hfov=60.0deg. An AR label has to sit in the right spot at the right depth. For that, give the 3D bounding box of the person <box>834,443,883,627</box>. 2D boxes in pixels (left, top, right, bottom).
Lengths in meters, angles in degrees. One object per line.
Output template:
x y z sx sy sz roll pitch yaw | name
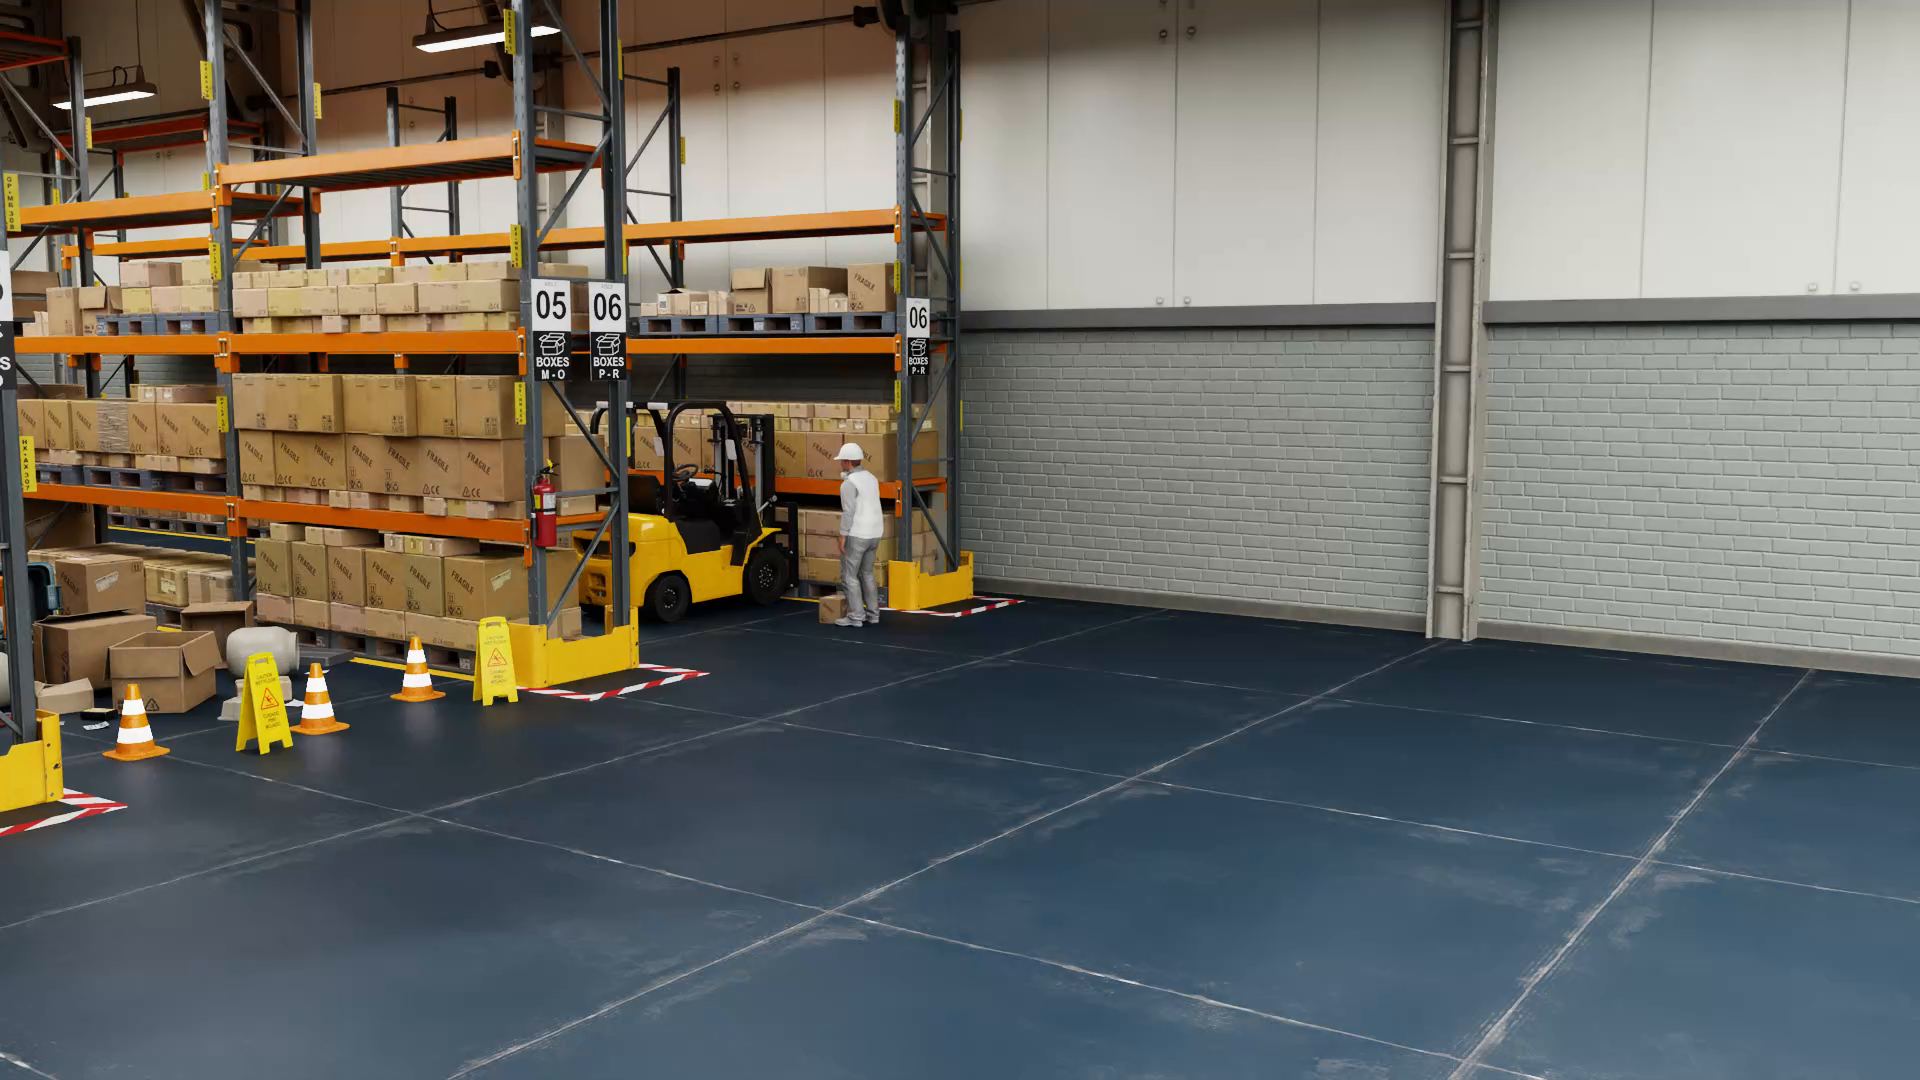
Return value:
-0.995 -0.055 16.144 0.459 1.773 0.590 4 7 31 | person
